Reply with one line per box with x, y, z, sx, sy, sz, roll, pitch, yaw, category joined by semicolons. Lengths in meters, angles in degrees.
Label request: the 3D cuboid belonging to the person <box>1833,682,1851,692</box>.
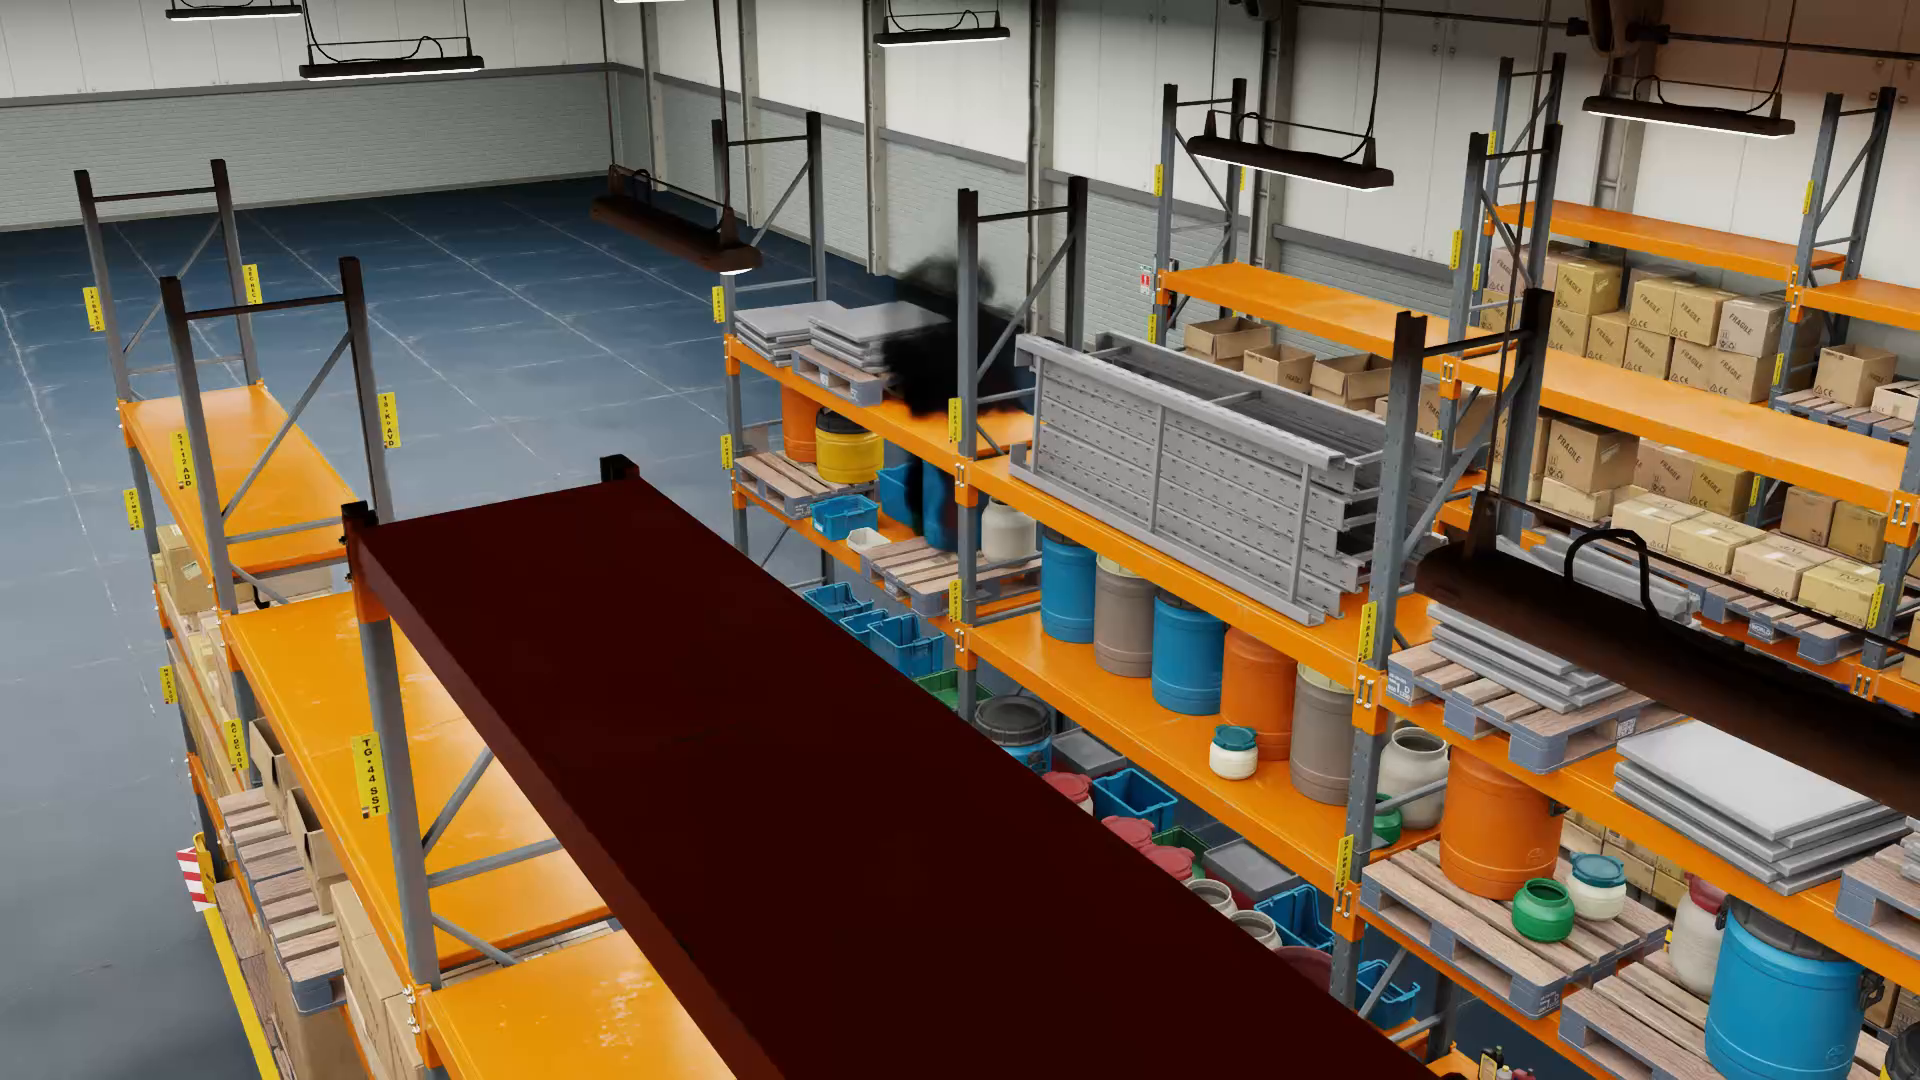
7.693;1.827;14.677;0.553;1.695;0.695;-14;26;-30;person
